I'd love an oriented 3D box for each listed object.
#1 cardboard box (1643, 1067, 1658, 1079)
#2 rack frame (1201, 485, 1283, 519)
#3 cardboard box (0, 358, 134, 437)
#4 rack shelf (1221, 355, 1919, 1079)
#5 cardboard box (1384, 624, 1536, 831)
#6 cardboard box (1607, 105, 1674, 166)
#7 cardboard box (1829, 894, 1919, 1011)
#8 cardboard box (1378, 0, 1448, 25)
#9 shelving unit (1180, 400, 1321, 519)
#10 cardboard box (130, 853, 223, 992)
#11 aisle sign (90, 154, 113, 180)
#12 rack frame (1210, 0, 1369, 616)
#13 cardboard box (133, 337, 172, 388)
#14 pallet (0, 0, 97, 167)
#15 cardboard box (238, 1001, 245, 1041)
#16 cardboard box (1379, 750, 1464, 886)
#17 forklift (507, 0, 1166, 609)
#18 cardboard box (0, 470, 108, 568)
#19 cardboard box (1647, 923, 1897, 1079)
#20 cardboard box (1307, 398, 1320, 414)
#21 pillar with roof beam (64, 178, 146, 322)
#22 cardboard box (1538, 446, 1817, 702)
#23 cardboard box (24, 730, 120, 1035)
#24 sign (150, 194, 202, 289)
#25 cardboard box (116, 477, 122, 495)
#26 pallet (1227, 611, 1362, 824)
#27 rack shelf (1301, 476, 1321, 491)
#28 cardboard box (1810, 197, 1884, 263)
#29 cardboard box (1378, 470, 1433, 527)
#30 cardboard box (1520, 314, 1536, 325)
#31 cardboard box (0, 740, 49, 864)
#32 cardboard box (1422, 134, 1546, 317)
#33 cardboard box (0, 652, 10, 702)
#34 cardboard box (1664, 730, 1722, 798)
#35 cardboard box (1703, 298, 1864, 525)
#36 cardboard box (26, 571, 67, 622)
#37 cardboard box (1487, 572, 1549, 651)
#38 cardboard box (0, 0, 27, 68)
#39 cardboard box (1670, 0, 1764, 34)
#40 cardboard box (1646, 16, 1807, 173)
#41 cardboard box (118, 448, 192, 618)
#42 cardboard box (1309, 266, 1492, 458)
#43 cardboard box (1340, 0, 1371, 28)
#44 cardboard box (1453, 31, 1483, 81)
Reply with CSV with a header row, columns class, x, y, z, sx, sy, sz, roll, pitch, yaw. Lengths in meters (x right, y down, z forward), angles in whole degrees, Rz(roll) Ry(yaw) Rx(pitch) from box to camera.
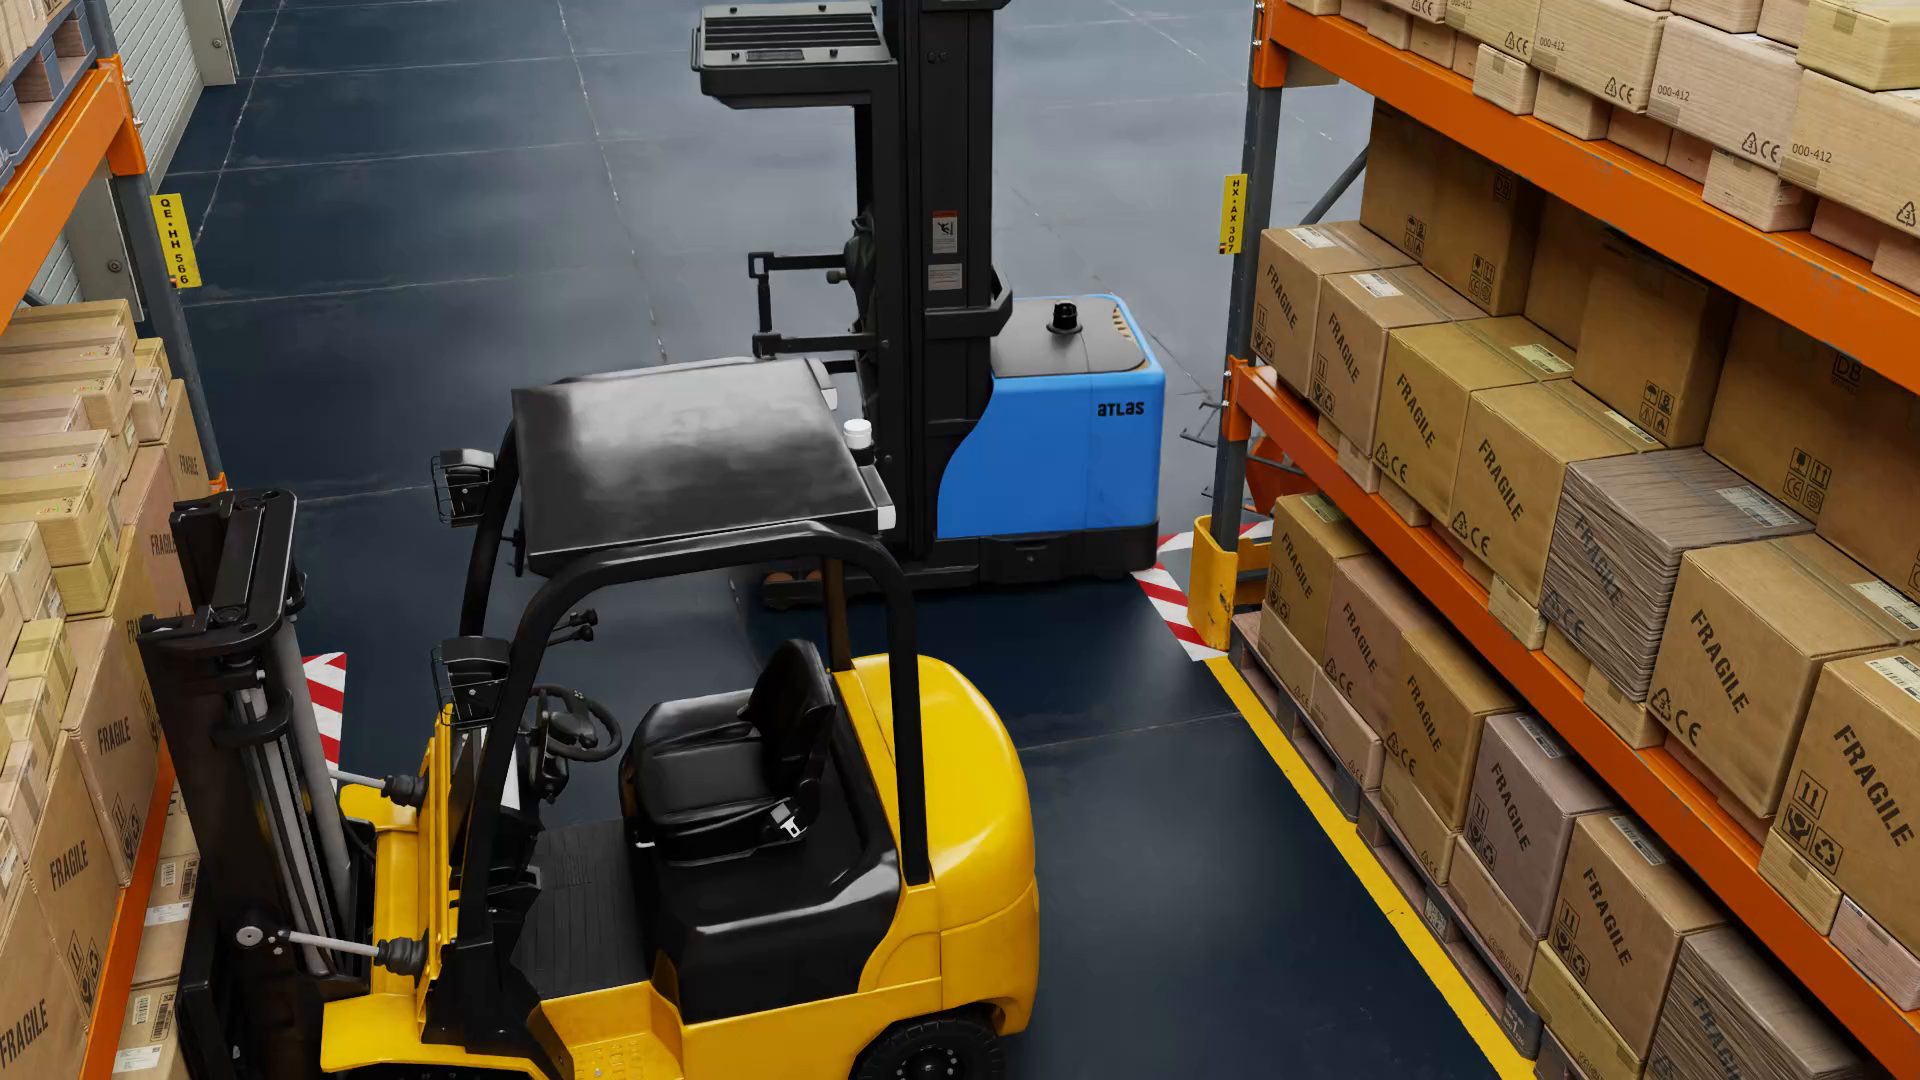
class,x,y,z,sx,sy,sz,roll,pitch,yaw
cardboard box,2.262,1.694,4.655,0.500,0.250,0.500,-6,31,-11
rack frame,1.780,-0.148,8.328,1.200,0.015,0.240,22,66,34
cardboard box,-2.679,-0.405,4.911,0.380,0.149,0.250,-7,31,-12
rack shelf,2.147,0.281,5.489,1.077,0.370,4.000,-8,31,-13
cardboard box,1.839,0.620,5.761,0.500,0.500,0.500,-7,31,-12
cardboard box,1.982,-1.125,4.456,0.380,0.149,0.250,-8,31,-14
cardboard box,2.299,0.929,3.901,0.380,0.149,0.250,-8,31,-14
cardboard box,1.617,-1.836,5.286,0.500,0.250,0.500,-8,31,-14
shelving unit,1.699,-0.286,8.144,1.200,0.503,0.258,22,66,34
cardboard box,-2.334,1.156,4.586,0.500,0.250,0.500,-8,31,-14
aisle sign,-2.903,-1.531,5.305,0.394,0.787,0.004,-8,31,-13
rack frame,1.616,-0.996,6.977,1.000,3.000,0.127,-8,31,-13
cardboard box,-2.806,-0.528,5.421,0.380,0.149,0.250,-7,31,-13
pallet,-3.006,-1.250,4.509,1.003,0.211,1.213,-8,31,-13
cardboard box,-2.333,1.591,4.833,0.500,0.250,0.500,-7,31,-12
cardboard box,1.849,0.948,5.944,0.500,0.250,0.500,-6,31,-10
forklift,-0.618,-1.230,7.449,3.031,2.935,1.130,-4,30,-6
cardboard box,-2.435,-0.039,4.279,0.380,0.149,0.250,-7,31,-12
cardboard box,2.262,1.369,4.467,0.500,0.500,0.500,-8,31,-14
cardboard box,1.587,-0.576,6.502,0.380,0.149,0.250,-7,31,-13
pillar with roof beam,-1.295,-5.945,9.539,9.100,9.000,0.400,-8,31,-13
cardboard box,2.035,0.084,4.713,0.500,0.500,0.500,-7,31,-12
cardboard box,-2.263,0.811,3.754,0.500,0.500,0.500,-8,31,-14
sign,-2.642,-1.004,5.598,0.100,0.325,0.005,-8,31,-13
cardboard box,-2.645,-0.154,4.775,0.380,0.149,0.250,-8,31,-14
pallet,1.818,0.644,6.926,1.003,0.211,1.213,-8,31,-13
rack shelf,1.819,-0.238,8.056,0.148,0.480,0.258,22,66,34
cardboard box,2.205,-0.749,3.806,0.380,0.149,0.250,-9,31,-15
cardboard box,1.704,-0.188,5.831,0.380,0.149,0.250,-7,31,-12
cardboard box,2.154,-0.701,6.069,0.500,0.500,0.500,-8,31,-13
cardboard box,-2.166,0.581,3.504,0.380,0.149,0.250,-8,31,-14
cardboard box,2.089,-1.138,5.827,0.700,0.500,0.500,-8,31,-13
cardboard box,-2.324,0.339,3.625,0.380,0.149,0.250,-8,31,-13
cardboard box,2.179,0.552,4.554,0.380,0.149,0.250,-8,31,-14
cardboard box,2.548,-0.406,4.563,0.700,0.500,0.500,-9,31,-14
cardboard box,-2.463,0.220,4.128,0.380,0.149,0.250,-8,31,-14
cardboard box,1.883,0.192,5.174,0.380,0.149,0.250,-8,31,-13
cardboard box,-2.589,-1.317,4.153,0.396,0.266,0.258,-8,31,-13
cardboard box,1.974,-1.341,4.033,0.380,0.149,0.250,-7,31,-13
cardboard box,2.045,-1.096,4.008,0.500,0.250,0.500,-8,31,-14
cardboard box,-2.656,0.077,5.023,0.500,0.500,0.500,-7,31,-12
cardboard box,1.615,-0.653,5.987,0.500,0.500,0.500,-7,31,-12
cardboard box,1.547,-1.868,5.739,0.380,0.149,0.250,-9,31,-15
cardboard box,1.748,-1.491,5.088,0.380,0.149,0.250,-9,31,-15
